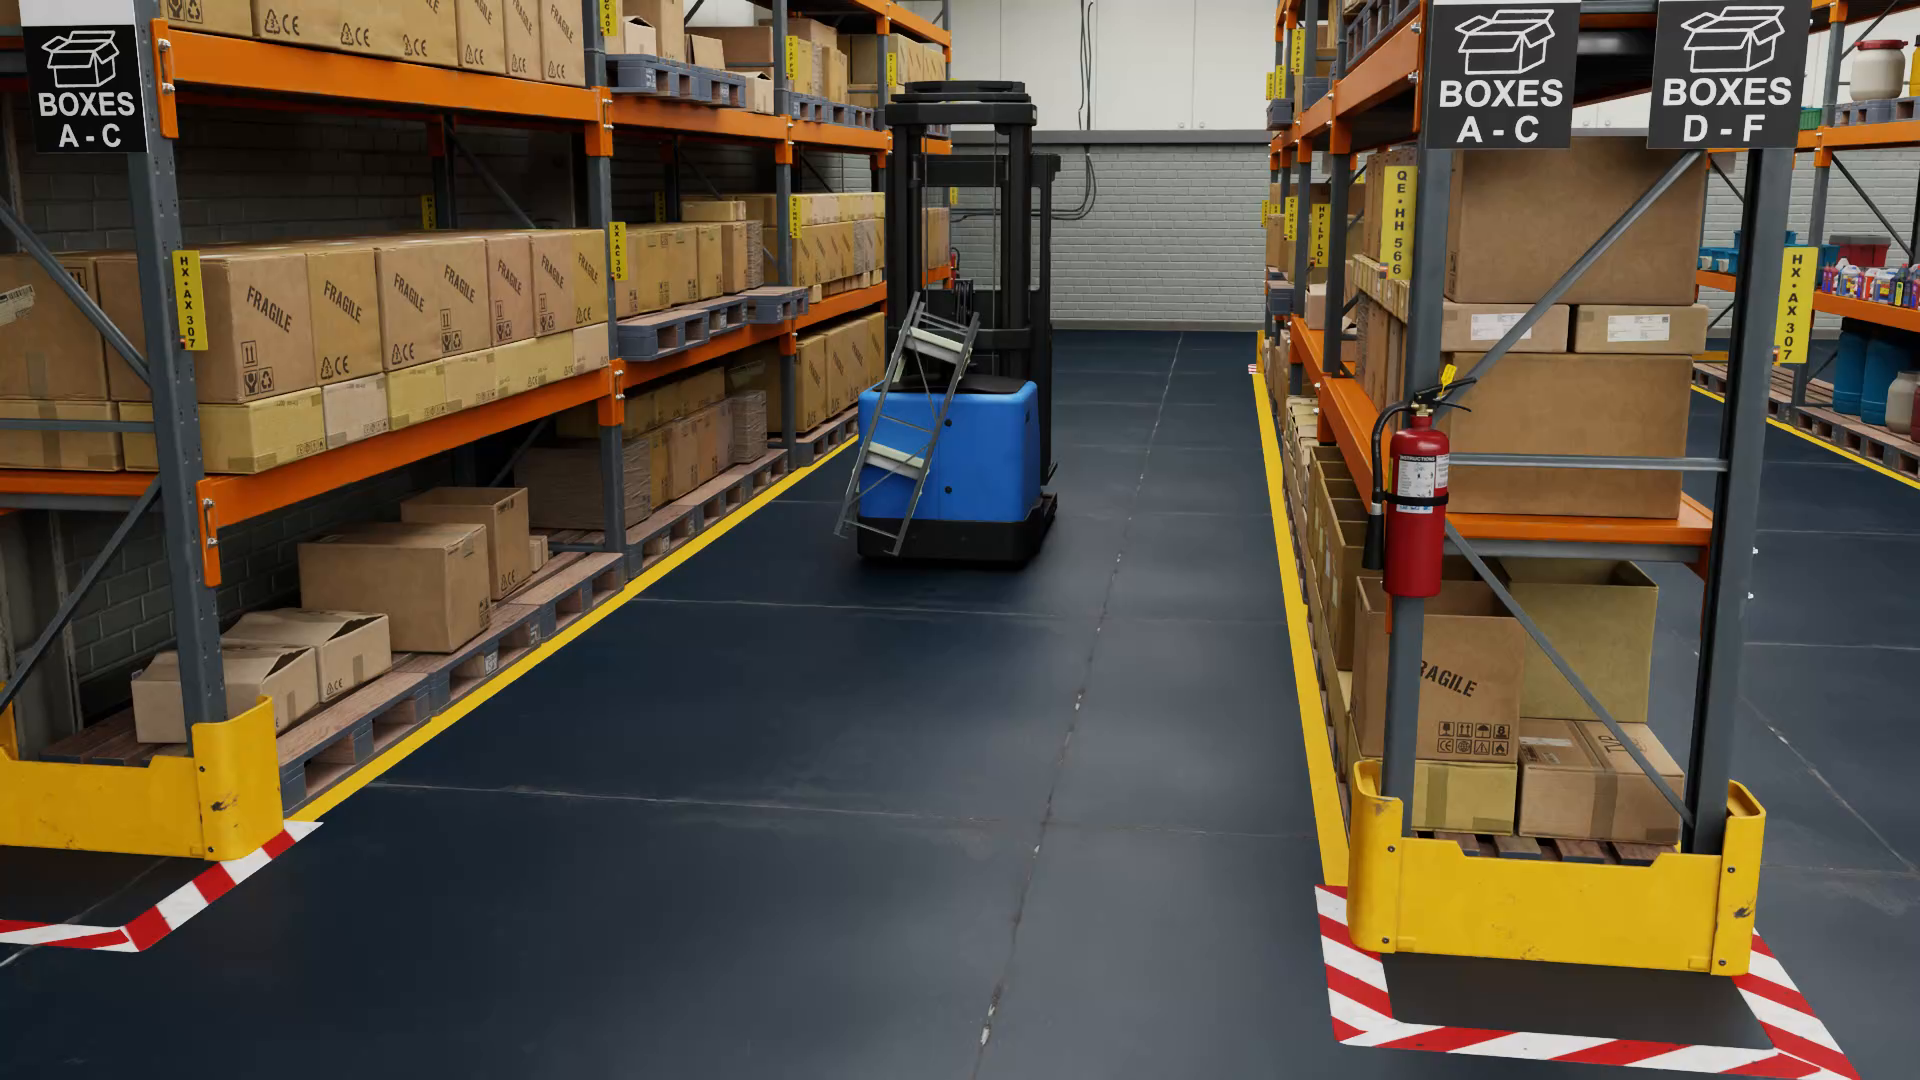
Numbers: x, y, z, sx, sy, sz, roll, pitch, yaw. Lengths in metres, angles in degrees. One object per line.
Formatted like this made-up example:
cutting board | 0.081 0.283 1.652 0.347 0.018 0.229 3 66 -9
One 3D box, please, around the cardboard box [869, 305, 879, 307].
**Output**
cardboard box | -0.919 -2.740 19.986 0.380 0.149 0.250 2 12 9

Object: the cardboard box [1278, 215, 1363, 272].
cardboard box | 3.327 -2.739 15.350 0.700 0.500 0.500 4 13 18

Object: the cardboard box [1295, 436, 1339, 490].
cardboard box | 2.366 -0.498 10.381 0.500 0.311 0.500 2 12 8

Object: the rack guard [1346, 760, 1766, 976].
rack guard | 1.815 1.003 5.151 1.175 0.500 0.348 2 12 9

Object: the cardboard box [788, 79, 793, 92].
cardboard box | -1.799 -3.994 14.004 0.700 0.500 0.500 1 12 6

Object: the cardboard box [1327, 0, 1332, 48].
cardboard box | 3.279 -4.196 13.612 0.500 0.500 0.500 2 12 9

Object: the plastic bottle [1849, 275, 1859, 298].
plastic bottle | 7.994 -2.260 14.830 0.097 0.201 0.097 0 12 0

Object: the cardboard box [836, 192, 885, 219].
cardboard box | -1.050 -3.347 16.631 0.500 0.250 0.500 2 12 10

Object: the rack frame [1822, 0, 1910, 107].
rack frame | 8.558 -5.493 15.122 1.000 3.000 0.127 2 12 9

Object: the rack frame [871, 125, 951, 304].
rack frame | -0.616 -3.714 21.107 1.000 3.000 0.127 2 12 9

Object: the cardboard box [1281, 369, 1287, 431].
cardboard box | 3.041 -1.192 14.294 0.500 0.500 0.500 1 12 7

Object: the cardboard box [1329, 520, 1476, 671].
cardboard box | 1.746 0.219 6.609 0.500 0.500 0.500 2 12 9

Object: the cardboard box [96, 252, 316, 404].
cardboard box | -2.706 -0.776 6.003 0.500 0.500 0.500 2 12 9

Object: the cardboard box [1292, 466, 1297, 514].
cardboard box | 2.448 -0.331 10.938 0.500 0.250 0.500 2 12 10

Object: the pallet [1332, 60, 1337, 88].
pallet | 2.557 -2.613 9.333 0.805 0.209 1.217 1 12 6

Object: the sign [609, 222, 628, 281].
sign | -1.924 -1.623 9.351 0.100 0.325 0.005 2 12 9

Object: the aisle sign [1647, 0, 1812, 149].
aisle sign | 2.111 -1.471 4.528 0.394 0.787 0.004 2 12 9

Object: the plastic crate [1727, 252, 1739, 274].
plastic crate | 8.607 -3.026 18.168 0.416 0.233 0.300 2 12 9

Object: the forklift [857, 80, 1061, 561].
forklift | 0.092 -1.564 11.294 1.130 2.935 3.031 2 12 8

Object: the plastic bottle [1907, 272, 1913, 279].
plastic bottle | 7.868 -2.071 13.760 0.061 0.283 0.133 2 12 9

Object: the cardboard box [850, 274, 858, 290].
cardboard box | -1.189 -2.477 15.918 0.380 0.149 0.250 2 12 9

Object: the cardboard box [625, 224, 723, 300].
cardboard box | -2.078 -1.954 11.661 0.700 0.500 0.500 2 12 9

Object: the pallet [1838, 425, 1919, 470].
pallet | 8.213 -0.783 14.127 1.003 0.211 1.213 2 12 9

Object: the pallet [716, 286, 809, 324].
pallet | -1.851 -1.803 12.696 1.213 0.211 1.003 2 12 9

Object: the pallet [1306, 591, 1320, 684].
pallet | 2.270 0.471 8.307 1.003 0.211 1.213 2 12 9

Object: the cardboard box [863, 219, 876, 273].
cardboard box | -1.122 -2.875 16.221 0.500 0.500 0.500 2 12 9

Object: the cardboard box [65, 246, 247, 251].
cardboard box | -3.127 -0.896 6.559 0.500 0.500 0.500 2 12 9

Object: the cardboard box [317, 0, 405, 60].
cardboard box | -2.585 -2.189 6.625 0.500 0.500 0.500 2 12 11

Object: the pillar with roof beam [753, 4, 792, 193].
pillar with roof beam | 2.275 -5.848 16.770 9.100 9.000 0.400 2 12 9

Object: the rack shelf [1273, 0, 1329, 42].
rack shelf | 3.972 -5.717 17.878 1.077 0.370 4.000 2 12 9

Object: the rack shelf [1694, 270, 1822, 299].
rack shelf | 8.866 -2.625 17.762 1.077 0.370 4.000 2 12 9

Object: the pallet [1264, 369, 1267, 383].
pallet | 4.146 -2.009 19.816 1.003 0.211 1.213 2 12 9

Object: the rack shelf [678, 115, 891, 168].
rack shelf | -1.539 -3.580 15.071 1.077 0.370 4.000 2 12 9

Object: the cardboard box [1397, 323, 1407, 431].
cardboard box | 2.061 -0.582 6.336 0.700 0.500 0.500 2 12 9

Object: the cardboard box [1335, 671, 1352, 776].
cardboard box | 1.674 0.690 6.204 0.500 0.250 0.500 2 12 9

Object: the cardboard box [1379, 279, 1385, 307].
cardboard box | 1.966 -1.050 6.969 0.380 0.149 0.250 2 12 8

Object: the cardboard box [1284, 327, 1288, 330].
cardboard box | 3.948 -2.108 18.534 0.797 0.503 0.637 2 12 9

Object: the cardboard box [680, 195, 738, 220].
cardboard box | -2.033 -2.722 13.734 0.500 0.250 0.500 2 12 10

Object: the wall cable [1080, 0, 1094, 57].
wall cable | 3.280 -8.676 25.273 3.097 2.526 0.112 2 12 9

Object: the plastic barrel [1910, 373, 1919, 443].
plastic barrel | 8.175 -1.092 13.666 0.600 0.588 0.708 2 12 9

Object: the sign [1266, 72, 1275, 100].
sign | 3.743 -5.465 20.039 0.100 0.325 0.005 2 12 9

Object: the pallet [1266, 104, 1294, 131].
pallet | 3.494 -3.963 15.587 1.213 0.211 1.003 2 12 9

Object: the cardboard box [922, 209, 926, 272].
cardboard box | -0.912 -3.444 19.142 0.980 0.700 0.700 1 12 6

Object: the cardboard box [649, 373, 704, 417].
cardboard box | -2.129 -1.033 11.776 0.500 0.250 0.500 2 12 8

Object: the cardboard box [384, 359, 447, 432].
cardboard box | -2.538 -0.626 7.085 0.500 0.250 0.500 2 12 8

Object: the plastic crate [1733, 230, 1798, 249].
plastic crate | 9.306 -3.364 19.256 0.616 0.435 0.499 2 12 9

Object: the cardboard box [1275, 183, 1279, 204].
cardboard box | 3.562 -3.480 17.409 0.500 0.500 0.500 2 12 8

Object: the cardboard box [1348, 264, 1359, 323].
cardboard box | 2.726 -1.478 10.496 0.500 0.500 0.500 2 12 9

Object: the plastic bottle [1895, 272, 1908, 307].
plastic bottle | 7.808 -2.073 13.769 0.061 0.283 0.133 2 12 9

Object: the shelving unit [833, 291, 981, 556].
shelving unit | -0.308 -0.700 10.107 0.431 1.500 0.755 19 4 0

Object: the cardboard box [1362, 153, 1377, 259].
cardboard box | 2.372 -1.647 8.198 0.700 0.500 0.500 2 12 9

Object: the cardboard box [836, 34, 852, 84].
cardboard box | -1.354 -5.048 17.519 0.500 0.500 0.500 2 12 8

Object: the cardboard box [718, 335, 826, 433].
cardboard box | -1.604 -1.352 14.253 0.750 0.750 0.750 2 12 8
